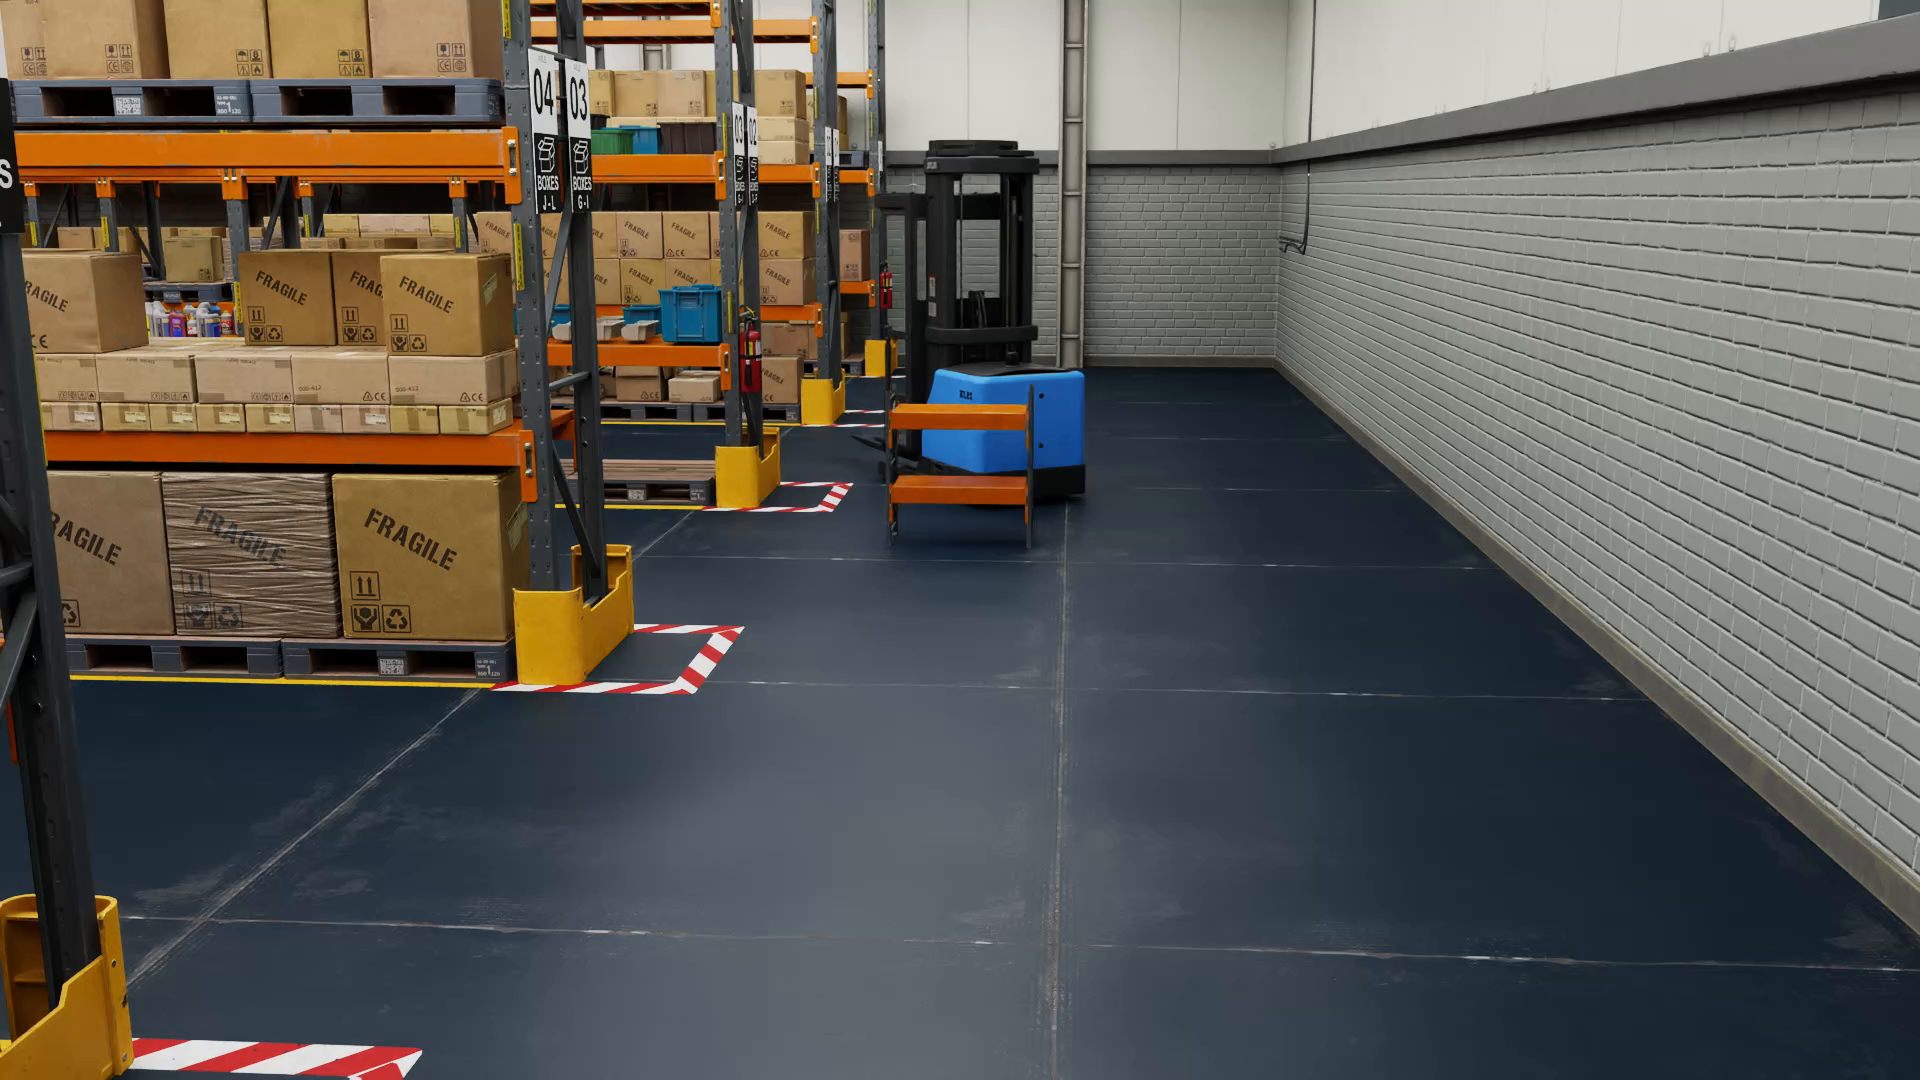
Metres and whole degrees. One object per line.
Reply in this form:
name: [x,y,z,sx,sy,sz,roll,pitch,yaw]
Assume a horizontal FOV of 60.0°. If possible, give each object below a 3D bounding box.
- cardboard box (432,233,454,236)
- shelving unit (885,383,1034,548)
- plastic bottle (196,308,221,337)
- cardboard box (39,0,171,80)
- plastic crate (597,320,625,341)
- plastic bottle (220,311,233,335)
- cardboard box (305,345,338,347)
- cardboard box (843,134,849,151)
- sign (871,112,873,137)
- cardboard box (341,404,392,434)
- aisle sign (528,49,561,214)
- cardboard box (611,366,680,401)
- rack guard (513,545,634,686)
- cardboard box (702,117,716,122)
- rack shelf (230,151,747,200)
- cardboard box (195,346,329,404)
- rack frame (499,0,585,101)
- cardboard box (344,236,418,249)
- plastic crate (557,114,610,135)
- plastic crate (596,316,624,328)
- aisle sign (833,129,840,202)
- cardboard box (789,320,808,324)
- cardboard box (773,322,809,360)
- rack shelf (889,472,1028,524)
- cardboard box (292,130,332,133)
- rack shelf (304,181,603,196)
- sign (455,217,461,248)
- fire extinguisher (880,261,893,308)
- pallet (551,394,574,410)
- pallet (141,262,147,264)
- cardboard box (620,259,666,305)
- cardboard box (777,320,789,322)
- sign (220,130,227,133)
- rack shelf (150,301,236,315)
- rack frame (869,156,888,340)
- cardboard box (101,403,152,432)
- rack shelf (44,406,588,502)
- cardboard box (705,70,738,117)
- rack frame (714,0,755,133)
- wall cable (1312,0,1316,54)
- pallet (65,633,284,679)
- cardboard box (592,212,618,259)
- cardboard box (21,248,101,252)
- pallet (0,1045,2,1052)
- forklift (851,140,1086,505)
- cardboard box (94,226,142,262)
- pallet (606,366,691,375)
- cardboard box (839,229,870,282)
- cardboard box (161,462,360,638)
cardboard box: [-7.119,-4.101,23.526,0.500,0.500,0.500,1,12,5]
shelving unit: [0.007,-0.550,12.152,1.048,1.125,0.538,1,12,4]
plastic bottle: [-6.210,-1.777,13.740,0.135,0.276,0.152,1,12,4]
cardboard box: [-4.293,-2.615,8.604,0.500,0.500,0.700,1,12,6]
plastic crate: [-2.918,-1.725,13.686,0.243,0.136,0.396,1,12,4]
plastic bottle: [-6.382,-1.893,14.477,0.097,0.201,0.097,0,12,0]
cardboard box: [-3.616,-0.979,9.262,0.500,0.250,0.500,0,12,2]
cardboard box: [-1.854,-5.577,23.373,0.500,0.250,0.500,1,12,7]
sign: [-1.192,-5.620,22.512,0.005,0.325,0.100,1,12,4]
cardboard box: [-3.023,-0.653,8.679,0.250,0.149,0.380,1,12,4]
aisle sign: [-2.083,-2.042,8.354,0.004,0.787,0.394,1,12,4]
cardboard box: [-3.585,-1.879,18.947,0.637,0.503,0.797,1,12,4]
rack guard: [-2.111,0.392,9.173,0.348,0.500,1.175,1,12,4]
cardboard box: [-2.498,-4.457,18.067,0.500,0.250,0.500,1,12,4]
rack shelf: [-3.800,-2.987,13.653,4.000,0.370,1.077,1,12,4]
cardboard box: [-3.650,-0.870,8.742,0.500,0.250,0.500,0,12,2]
rack frame: [-2.135,-3.768,8.304,0.127,3.000,1.000,1,12,4]
cardboard box: [-6.608,-3.213,19.034,0.500,0.500,0.700,3,12,13]
plastic crate: [-3.310,-3.359,13.823,0.767,0.338,0.504,1,12,4]
plastic crate: [-3.020,-1.845,14.260,0.298,0.136,0.250,1,12,4]
aisle sign: [-1.382,-4.187,18.609,0.004,0.787,0.394,1,12,4]
cardboard box: [-2.242,-3.124,23.372,0.250,0.149,0.380,1,12,5]
cardboard box: [-2.346,-2.846,23.625,0.500,0.500,0.700,1,12,4]
rack shelf: [0.007,-0.311,12.203,1.000,0.278,0.538,1,12,4]
cardboard box: [-7.289,-4.721,18.673,0.600,0.600,0.600,0,12,2]
rack shelf: [-7.129,-5.066,23.590,4.000,0.370,1.077,1,12,4]
sign: [-5.494,-3.364,18.194,0.005,0.325,0.100,1,12,4]
fire extinguisher: [-1.022,-3.551,23.017,0.183,0.674,0.296,1,12,4]
pallet: [-4.775,-1.536,19.094,1.213,0.211,1.003,1,12,4]
pallet: [-12.362,-3.898,24.043,1.213,0.211,1.003,1,12,4]
cardboard box: [-3.452,-2.876,18.448,0.500,0.500,0.500,1,12,3]
cardboard box: [-2.464,-3.206,23.762,0.250,0.149,0.380,1,12,4]
sign: [-5.834,-3.259,13.172,0.005,0.325,0.100,1,12,4]
rack shelf: [-7.456,-2.585,19.059,4.000,0.370,1.077,1,12,4]
rack frame: [-1.142,-3.868,23.431,0.127,3.000,1.000,1,12,4]
cardboard box: [-4.298,-0.671,8.761,0.250,0.149,0.380,0,12,2]
rack shelf: [-4.130,-0.507,9.123,4.000,0.370,1.077,1,12,4]
cardboard box: [-2.476,-4.890,18.306,0.500,0.500,0.700,1,12,4]
rack frame: [-1.804,-4.780,13.141,0.127,3.000,1.000,1,12,4]
wall cable: [4.297,-7.053,19.257,0.112,2.526,3.097,1,12,4]
pallet: [-4.152,0.521,9.262,1.213,0.211,1.003,1,12,4]
cardboard box: [-3.981,-3.371,18.369,0.500,0.500,0.500,0,12,2]
cardboard box: [-5.150,-1.366,9.282,0.500,0.500,0.500,1,12,4]
pallet: [-3.451,1.526,4.459,1.213,0.211,1.003,1,12,4]
forklift: [-0.072,-1.981,14.581,1.130,2.935,3.031,-6,13,-26]
cardboard box: [-12.052,-4.273,24.050,0.500,0.500,0.700,2,12,10]
pallet: [-4.380,-2.531,23.852,1.213,0.211,1.003,1,12,4]
cardboard box: [-1.651,-4.019,23.424,0.700,0.700,0.980,1,12,6]
cardboard box: [-3.687,-0.002,9.116,0.875,0.875,0.875,1,12,4]
